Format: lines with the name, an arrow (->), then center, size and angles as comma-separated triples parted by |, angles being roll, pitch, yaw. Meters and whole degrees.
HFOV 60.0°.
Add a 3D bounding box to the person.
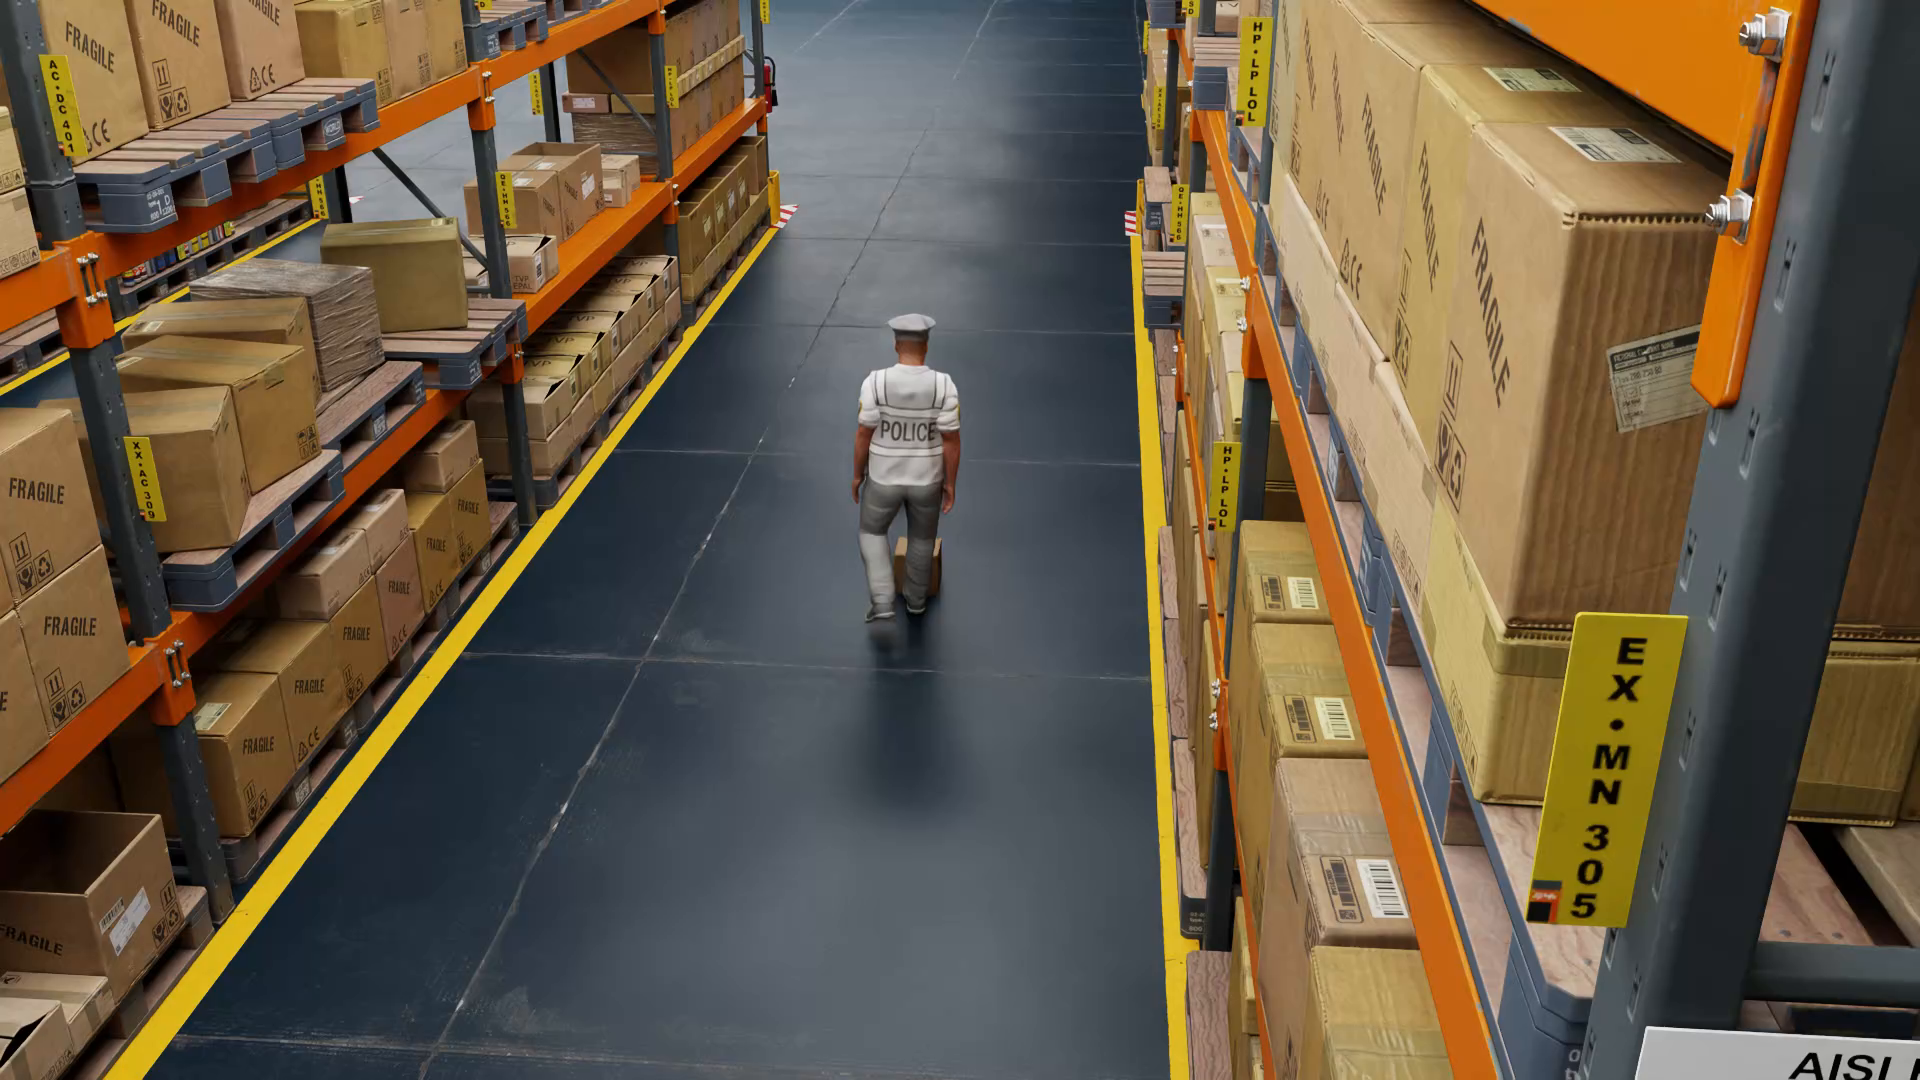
person -> -0.291, -0.353, 8.868 | 0.598, 1.770, 0.497 | 2, 24, 5
